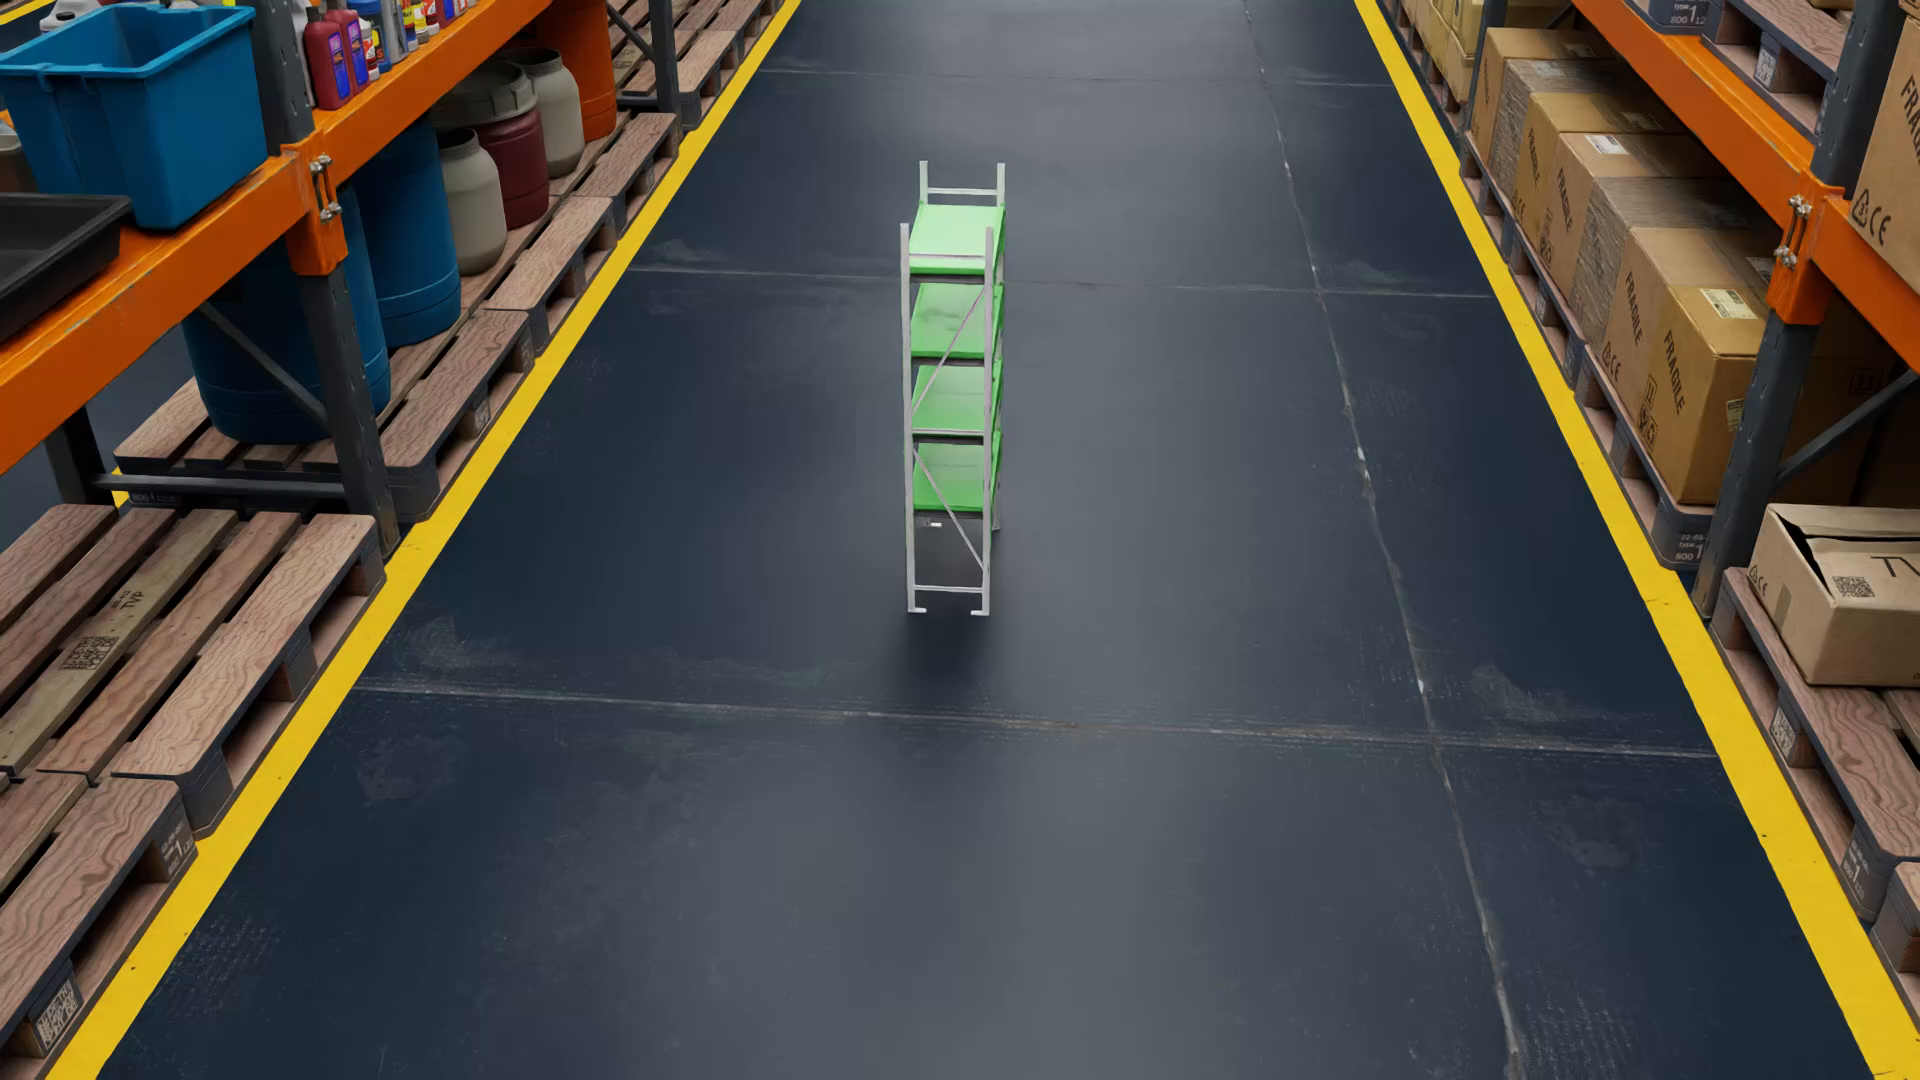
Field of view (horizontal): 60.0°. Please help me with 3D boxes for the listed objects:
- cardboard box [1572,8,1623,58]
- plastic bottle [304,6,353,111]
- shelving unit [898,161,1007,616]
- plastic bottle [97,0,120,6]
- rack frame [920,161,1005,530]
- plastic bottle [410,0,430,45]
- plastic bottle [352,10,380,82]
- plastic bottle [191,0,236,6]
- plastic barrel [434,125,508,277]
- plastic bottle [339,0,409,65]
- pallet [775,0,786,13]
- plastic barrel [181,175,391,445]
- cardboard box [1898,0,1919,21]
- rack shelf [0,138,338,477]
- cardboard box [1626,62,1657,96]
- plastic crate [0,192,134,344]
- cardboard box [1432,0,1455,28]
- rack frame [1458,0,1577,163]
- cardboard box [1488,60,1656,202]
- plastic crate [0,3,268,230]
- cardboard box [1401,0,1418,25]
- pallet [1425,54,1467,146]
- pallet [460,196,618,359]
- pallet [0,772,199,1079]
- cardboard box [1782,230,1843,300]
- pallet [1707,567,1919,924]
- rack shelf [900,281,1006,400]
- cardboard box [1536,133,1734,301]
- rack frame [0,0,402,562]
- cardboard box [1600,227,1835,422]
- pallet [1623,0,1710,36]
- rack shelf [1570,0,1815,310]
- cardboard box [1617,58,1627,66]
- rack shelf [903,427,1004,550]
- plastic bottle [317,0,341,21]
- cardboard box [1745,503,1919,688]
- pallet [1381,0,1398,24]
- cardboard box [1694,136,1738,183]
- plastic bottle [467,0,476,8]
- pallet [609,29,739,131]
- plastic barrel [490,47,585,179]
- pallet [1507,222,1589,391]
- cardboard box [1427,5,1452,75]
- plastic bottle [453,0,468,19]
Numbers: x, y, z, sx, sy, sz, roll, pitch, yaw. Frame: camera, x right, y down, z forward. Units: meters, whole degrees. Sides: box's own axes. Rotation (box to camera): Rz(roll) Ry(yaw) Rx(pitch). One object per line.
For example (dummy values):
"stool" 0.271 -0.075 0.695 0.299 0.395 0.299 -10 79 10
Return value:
"cardboard box" 3.334 -2.649 8.375 0.500 0.311 0.500 3 32 6
"plastic bottle" -1.809 -1.386 4.751 0.061 0.283 0.133 2 32 4
"shelving unit" -0.013 -0.424 4.795 0.258 1.200 0.503 2 32 4
"plastic bottle" -2.581 -1.556 5.026 0.061 0.283 0.133 2 32 4
"rack frame" 0.006 -0.552 5.002 0.240 1.200 0.015 2 32 4
"plastic bottle" -1.772 -1.705 5.347 0.097 0.201 0.097 0 32 0
"plastic bottle" -1.807 -1.482 4.985 0.097 0.201 0.097 0 32 0
"plastic bottle" -2.372 -1.730 5.245 0.144 0.351 0.185 2 32 4
"plastic barrel" -2.010 -1.327 6.516 0.421 0.512 0.421 0 32 0
"plastic bottle" -1.817 -1.627 5.149 0.152 0.276 0.135 2 32 4
"pallet" -1.638 -3.846 11.290 1.003 0.211 1.213 2 32 4
"plastic barrel" -2.203 -0.832 5.340 0.600 0.901 0.708 2 32 4
"cardboard box" 2.354 -1.283 3.424 0.500 0.500 0.500 3 32 5
"rack shelf" -2.427 0.090 2.931 1.077 0.370 4.000 2 32 4
"cardboard box" 3.156 -1.764 7.217 0.500 0.500 0.500 4 32 6
"plastic crate" -2.087 -0.574 3.527 0.437 0.125 0.590 2 32 4
"cardboard box" 2.831 -2.944 8.854 0.500 0.311 0.500 2 32 3
"rack frame" 2.998 -3.140 7.487 1.000 3.000 0.127 2 32 4
"cardboard box" 2.639 -1.764 7.216 0.500 0.500 0.500 1 32 2
"plastic crate" -1.962 -1.022 4.008 0.392 0.384 0.575 2 32 4
"cardboard box" 2.919 -3.236 9.862 0.500 0.250 0.500 3 32 5
"pallet" 3.104 -2.382 8.914 1.003 0.211 1.213 2 32 4
"pallet" -2.063 -1.117 6.861 1.003 0.211 1.213 2 32 4
"pallet" -2.382 0.951 3.506 1.003 0.211 1.213 2 32 4
"cardboard box" 2.987 -0.694 5.480 0.500 0.500 0.500 3 32 5
"pallet" 2.616 0.497 4.242 1.003 0.211 1.213 2 32 4
"rack shelf" -0.013 -0.574 4.702 0.258 0.148 0.480 2 32 4
"cardboard box" 2.556 -1.229 6.348 0.500 0.500 0.500 1 32 2
"rack frame" -2.264 -1.262 4.439 1.000 3.000 0.127 2 32 4
"cardboard box" 2.476 -0.700 5.491 0.500 0.500 0.500 3 32 4
"pallet" 2.845 -2.042 5.887 1.003 0.211 1.213 2 32 4
"rack shelf" 2.835 -1.788 5.979 1.077 0.370 4.000 2 32 4
"cardboard box" 3.334 -2.410 8.522 0.500 0.250 0.500 2 32 4
"rack shelf" -0.013 -0.166 4.954 0.258 0.148 0.480 2 32 4
"plastic bottle" -1.943 -1.590 5.161 0.097 0.201 0.097 0 32 0
"cardboard box" 2.423 0.119 4.342 0.500 0.311 0.500 2 32 4
"pallet" 3.303 -3.658 10.984 1.003 0.211 1.213 2 32 4
"cardboard box" 3.077 -1.219 6.333 0.500 0.500 0.500 1 32 2
"plastic bottle" -1.734 -1.947 5.740 0.097 0.201 0.097 0 32 0
"pallet" -1.837 -2.570 9.220 1.003 0.211 1.213 2 32 4
"plastic barrel" -1.918 -1.918 7.474 0.421 0.512 0.421 0 32 0
"pallet" 2.798 -0.928 6.555 1.003 0.211 1.213 2 32 4
"cardboard box" 2.836 -2.704 8.999 0.500 0.250 0.500 2 32 3
"plastic bottle" -1.771 -1.919 5.624 0.152 0.276 0.135 2 32 4
